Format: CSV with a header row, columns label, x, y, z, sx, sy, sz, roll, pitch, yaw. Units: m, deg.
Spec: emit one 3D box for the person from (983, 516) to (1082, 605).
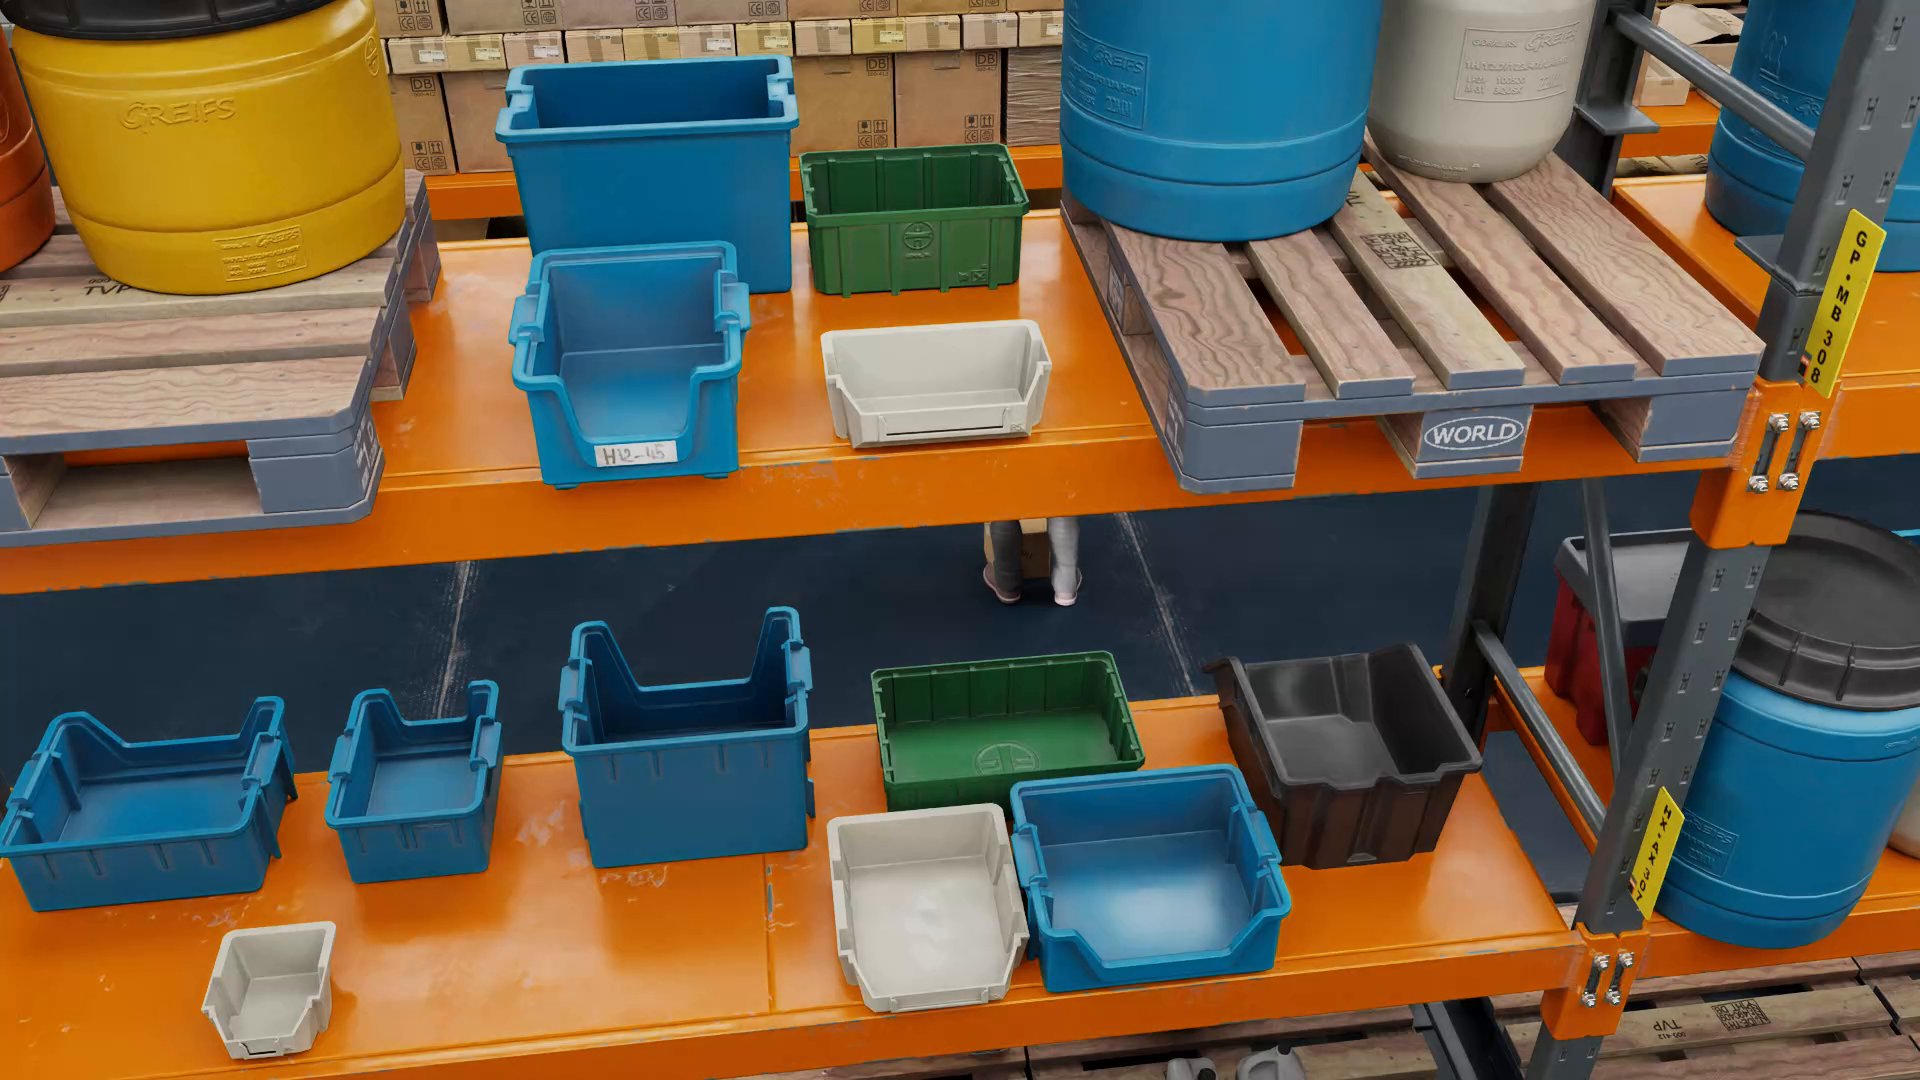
label,x,y,z,sx,sy,sz,roll,pitch,yaw
person,0.293,-0.453,6.796,0.507,1.655,0.391,-4,35,-6
